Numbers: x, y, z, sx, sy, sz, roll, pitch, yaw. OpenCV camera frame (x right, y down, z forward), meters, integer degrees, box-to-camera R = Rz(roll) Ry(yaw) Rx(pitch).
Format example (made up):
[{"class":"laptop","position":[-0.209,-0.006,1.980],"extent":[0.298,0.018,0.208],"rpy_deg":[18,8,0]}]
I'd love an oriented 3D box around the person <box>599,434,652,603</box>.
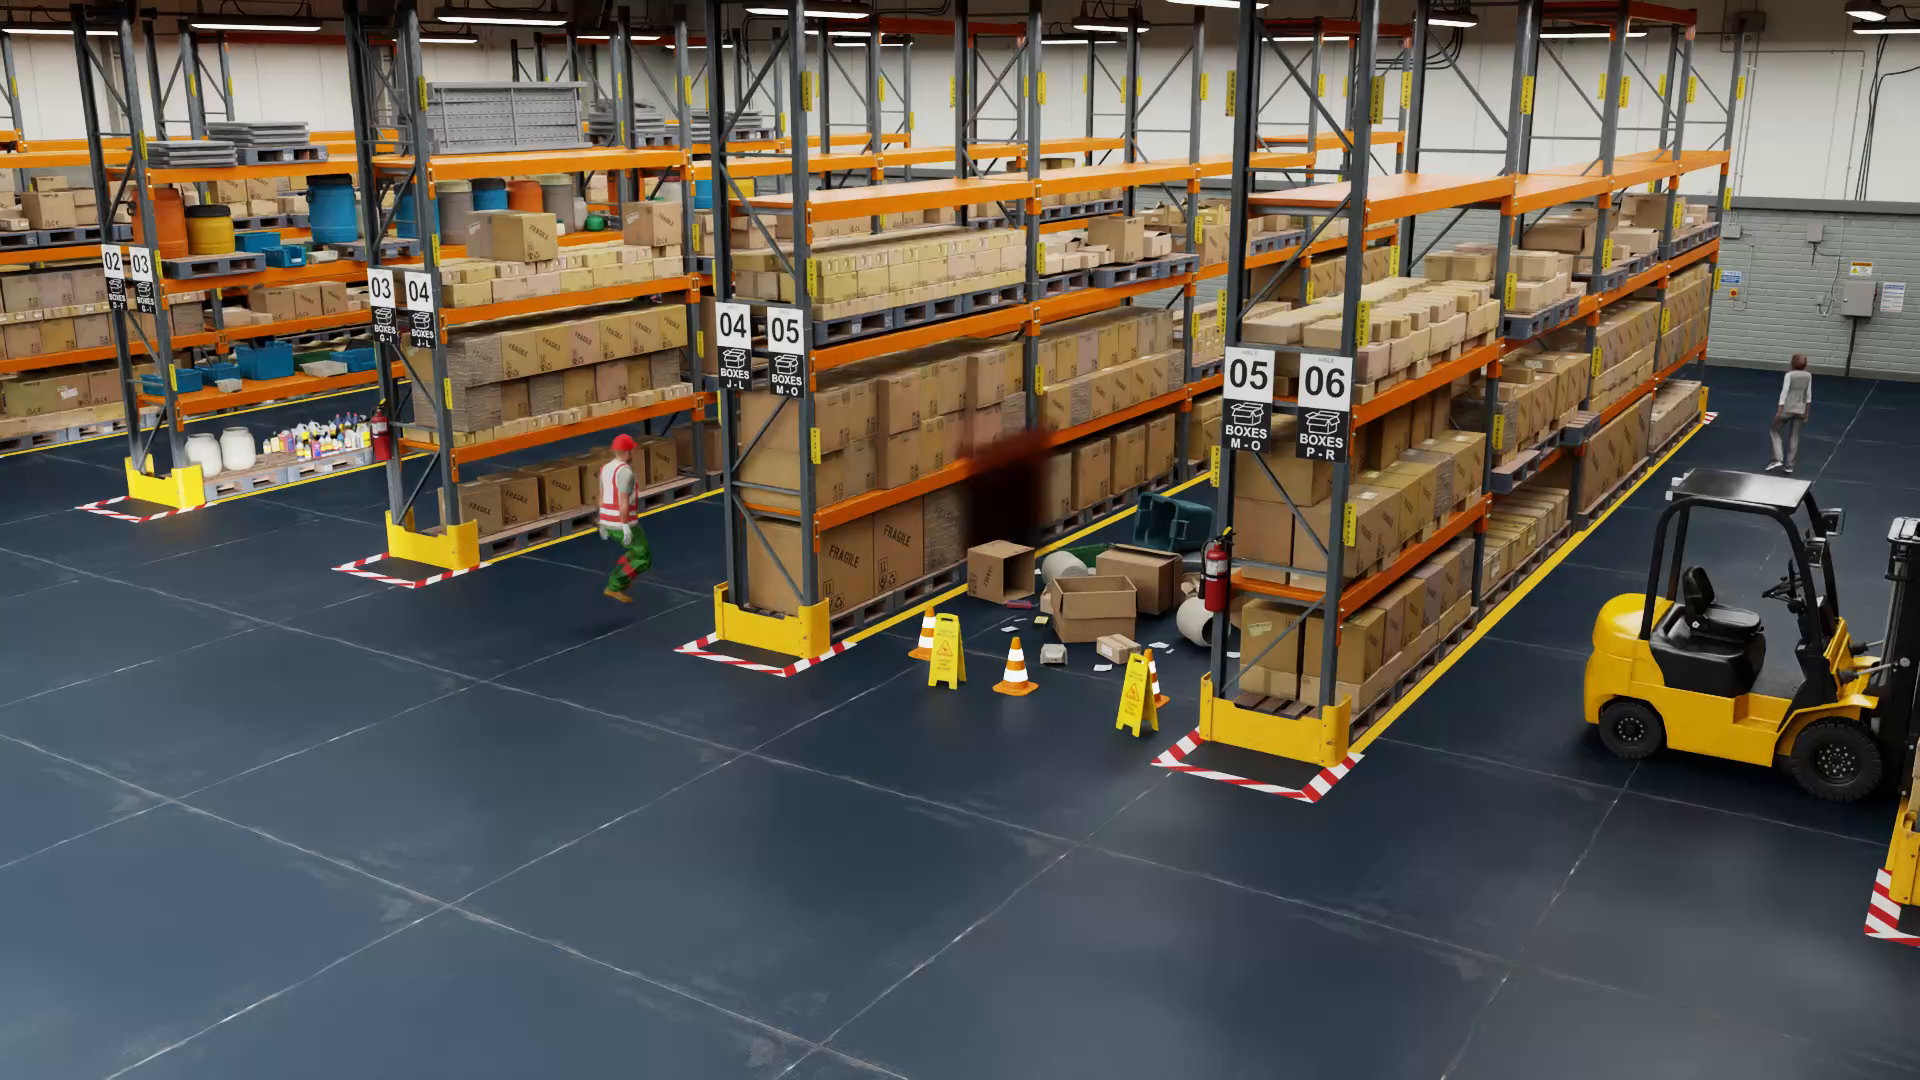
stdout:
[{"class":"person","position":[-3.326,-0.219,16.223],"extent":[0.581,1.599,0.614],"rpy_deg":[14,21,41]}]

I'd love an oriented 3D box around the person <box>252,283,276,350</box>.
[{"class":"person","position":[-12.571,-3.786,29.760],"extent":[0.513,1.634,0.553],"rpy_deg":[-14,21,-41]}]

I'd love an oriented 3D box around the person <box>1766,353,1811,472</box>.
[{"class":"person","position":[11.203,-1.695,22.387],"extent":[0.446,1.598,0.372],"rpy_deg":[0,16,0]}]
